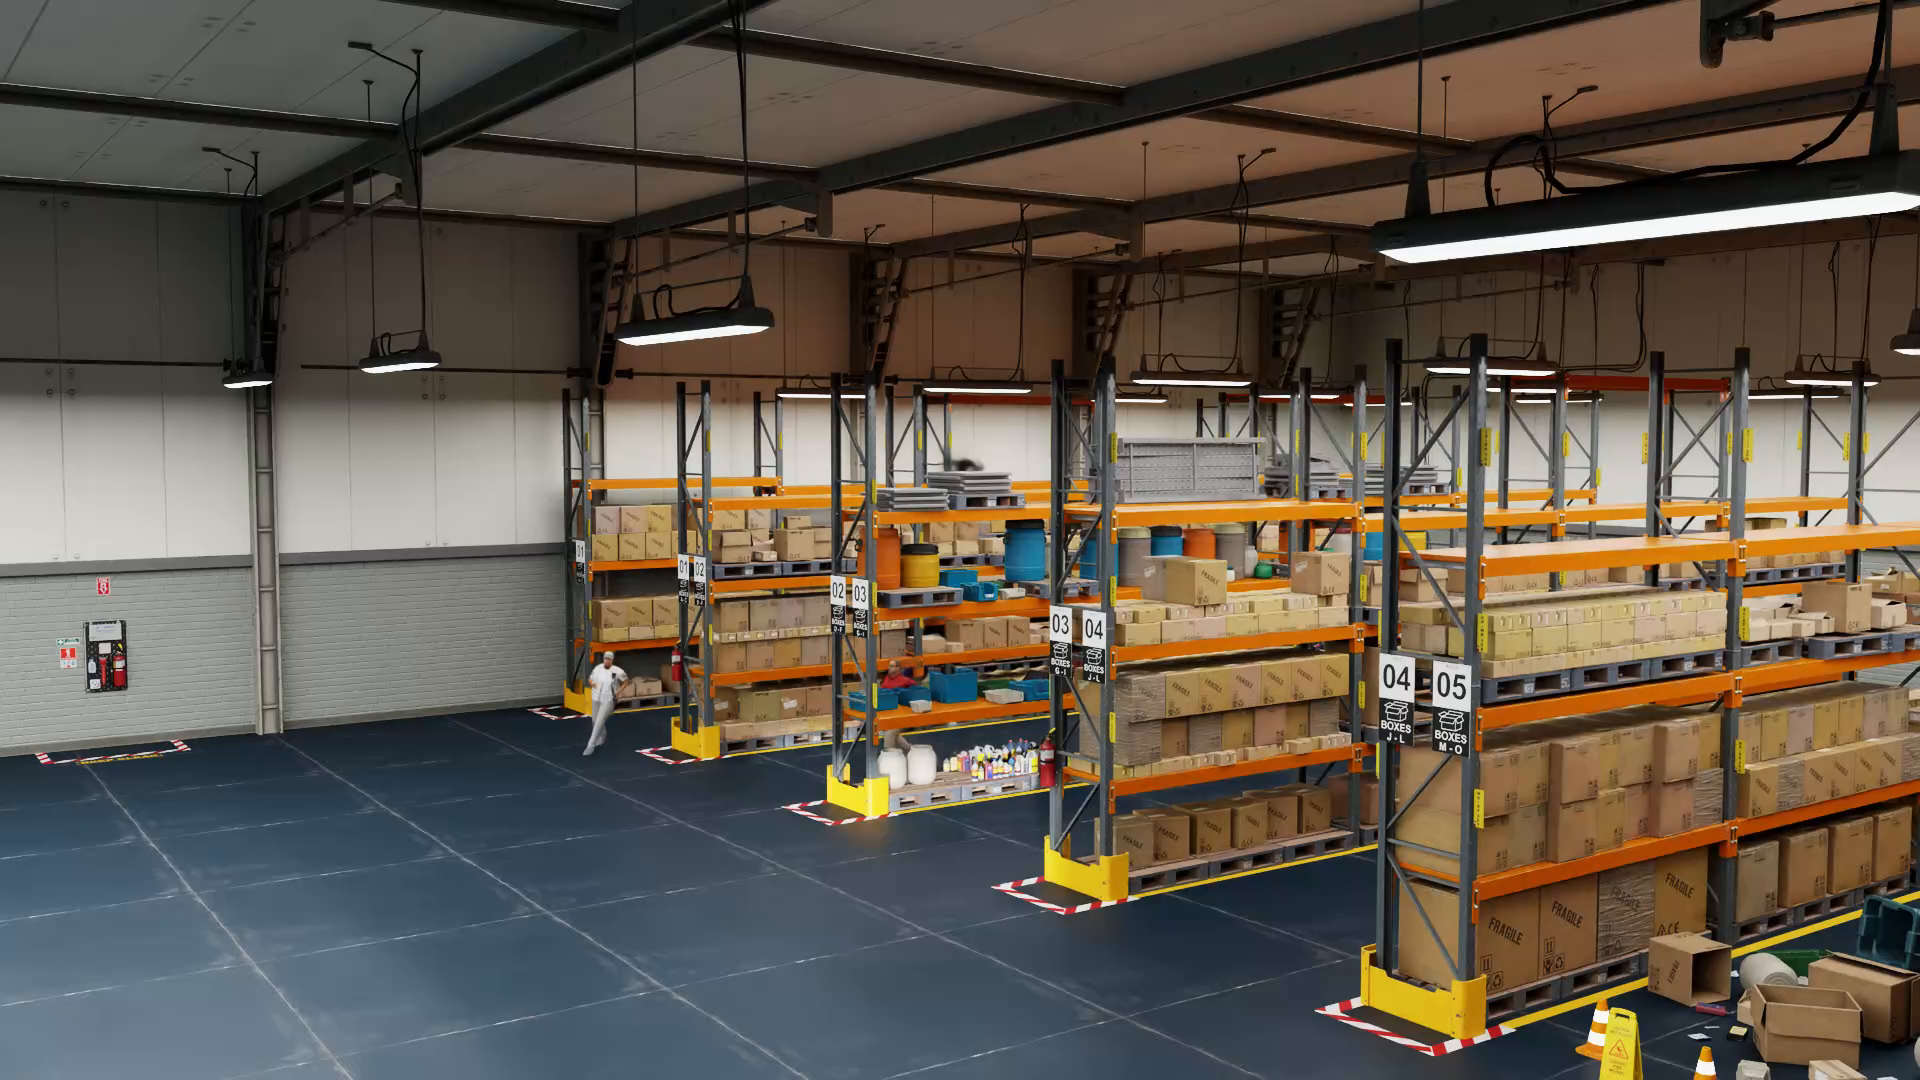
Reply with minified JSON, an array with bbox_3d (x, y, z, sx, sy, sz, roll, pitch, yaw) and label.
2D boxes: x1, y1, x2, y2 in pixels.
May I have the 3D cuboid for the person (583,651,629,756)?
[{"bbox_3d":[-5.742,2.618,27.009,0.644,1.652,0.888,1,4,14],"label":"person"}]

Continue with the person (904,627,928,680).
[{"bbox_3d":[-0.833,2.376,31.020,0.547,1.606,0.613,-3,5,-40],"label":"person"}]

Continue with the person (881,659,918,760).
[{"bbox_3d":[-1.007,2.653,25.073,0.957,1.724,0.658,-3,4,-34],"label":"person"}]
